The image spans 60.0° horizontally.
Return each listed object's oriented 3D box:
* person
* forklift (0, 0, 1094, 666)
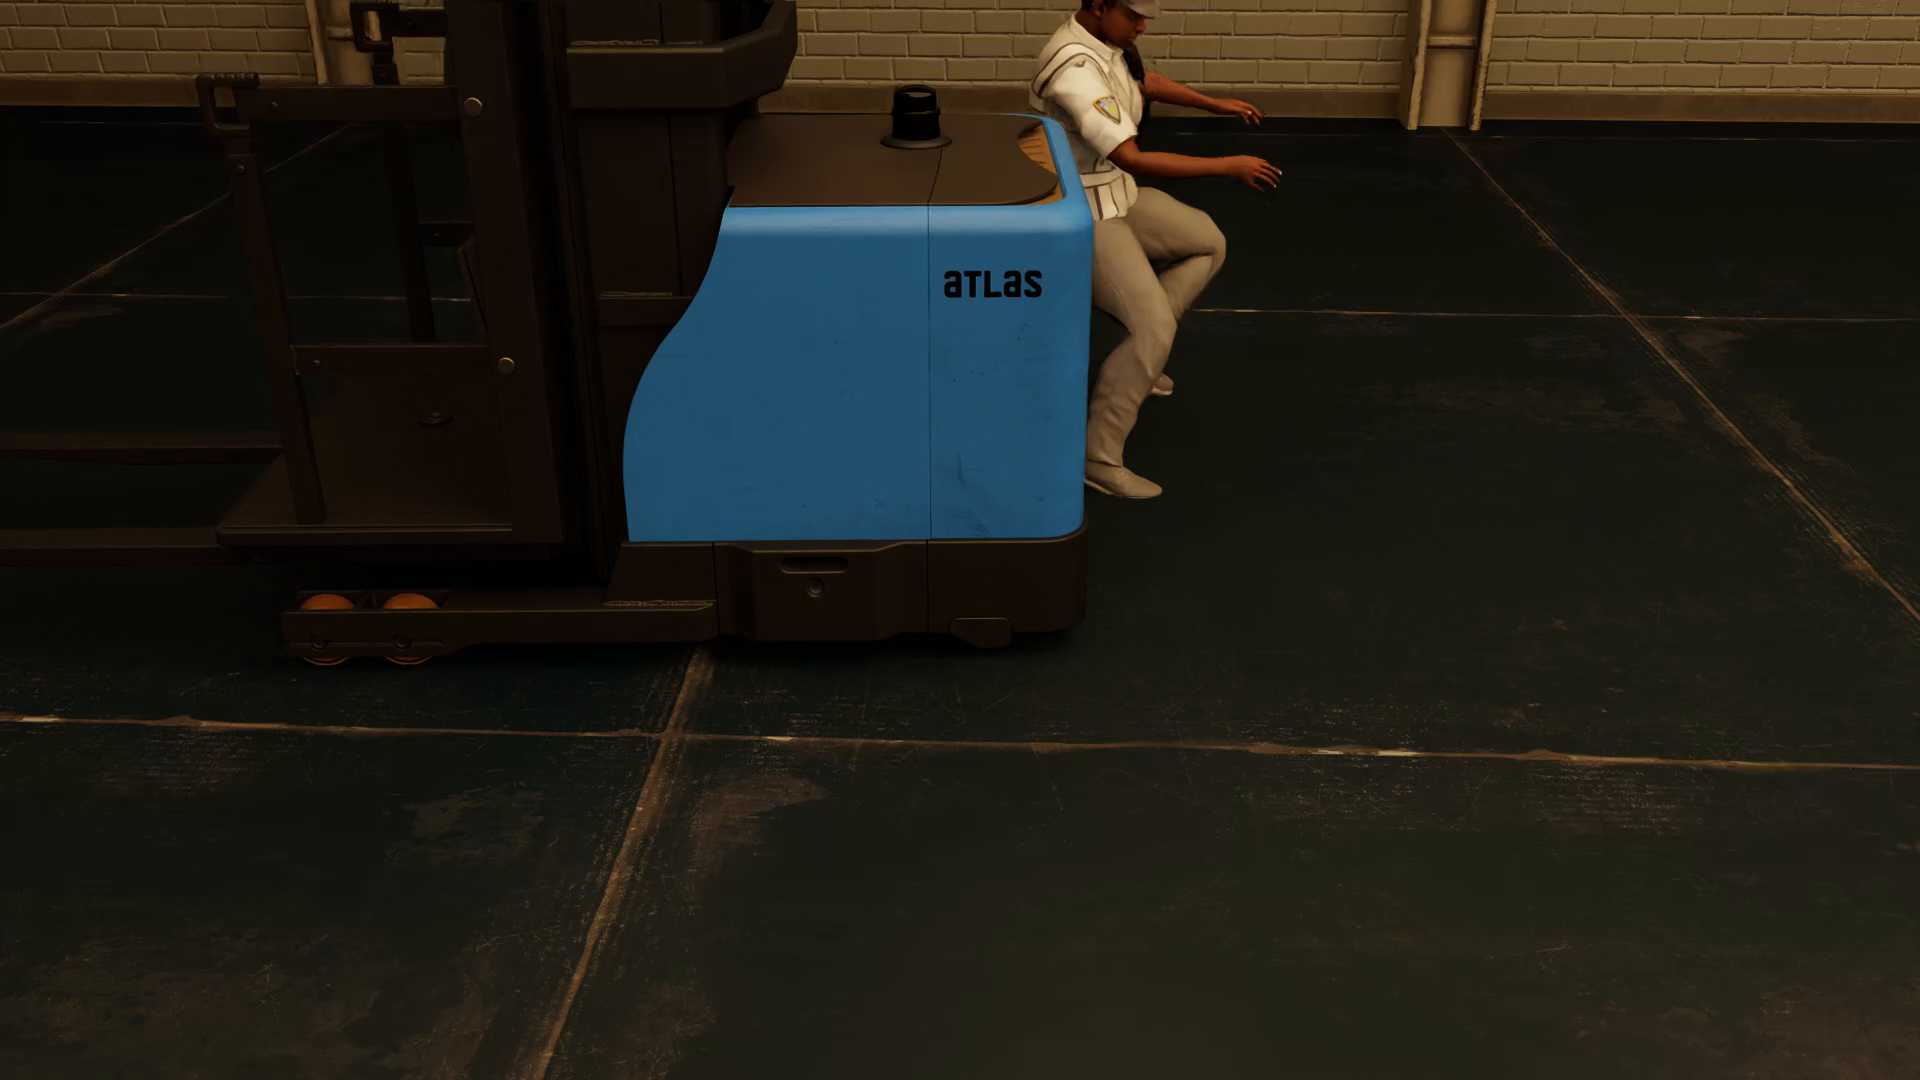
[{"bbox_3d":[0.572,-0.947,4.838,0.744,1.476,0.880,9,28,17],"label":"person"},{"bbox_3d":[-1.220,-1.254,3.750,3.031,2.935,1.130,0,26,-1],"label":"forklift"}]
